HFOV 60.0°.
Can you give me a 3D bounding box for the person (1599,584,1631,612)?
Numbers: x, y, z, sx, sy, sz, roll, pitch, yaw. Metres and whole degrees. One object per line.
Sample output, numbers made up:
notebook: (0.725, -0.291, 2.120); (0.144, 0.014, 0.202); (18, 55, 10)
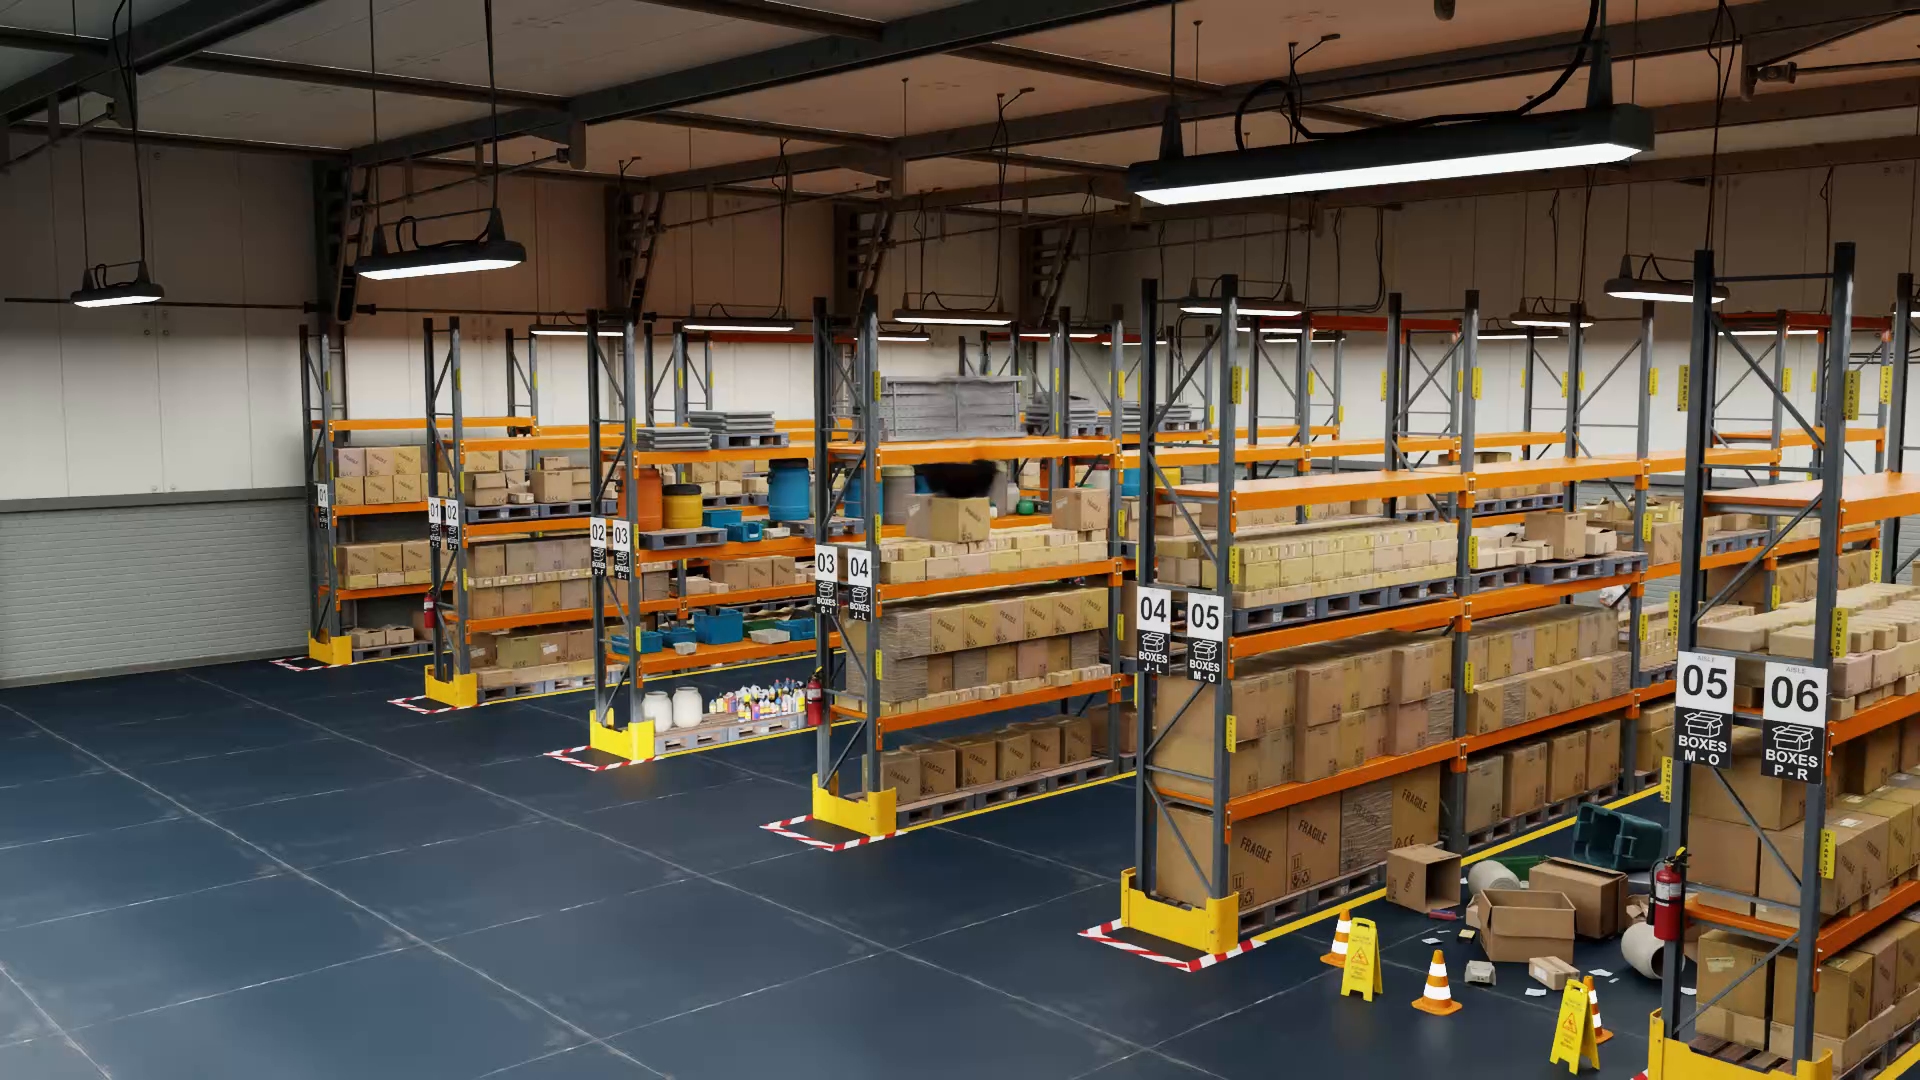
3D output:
person: (11.878, 1.343, 30.139); (0.647, 1.661, 0.747); (-1, 6, -9)
